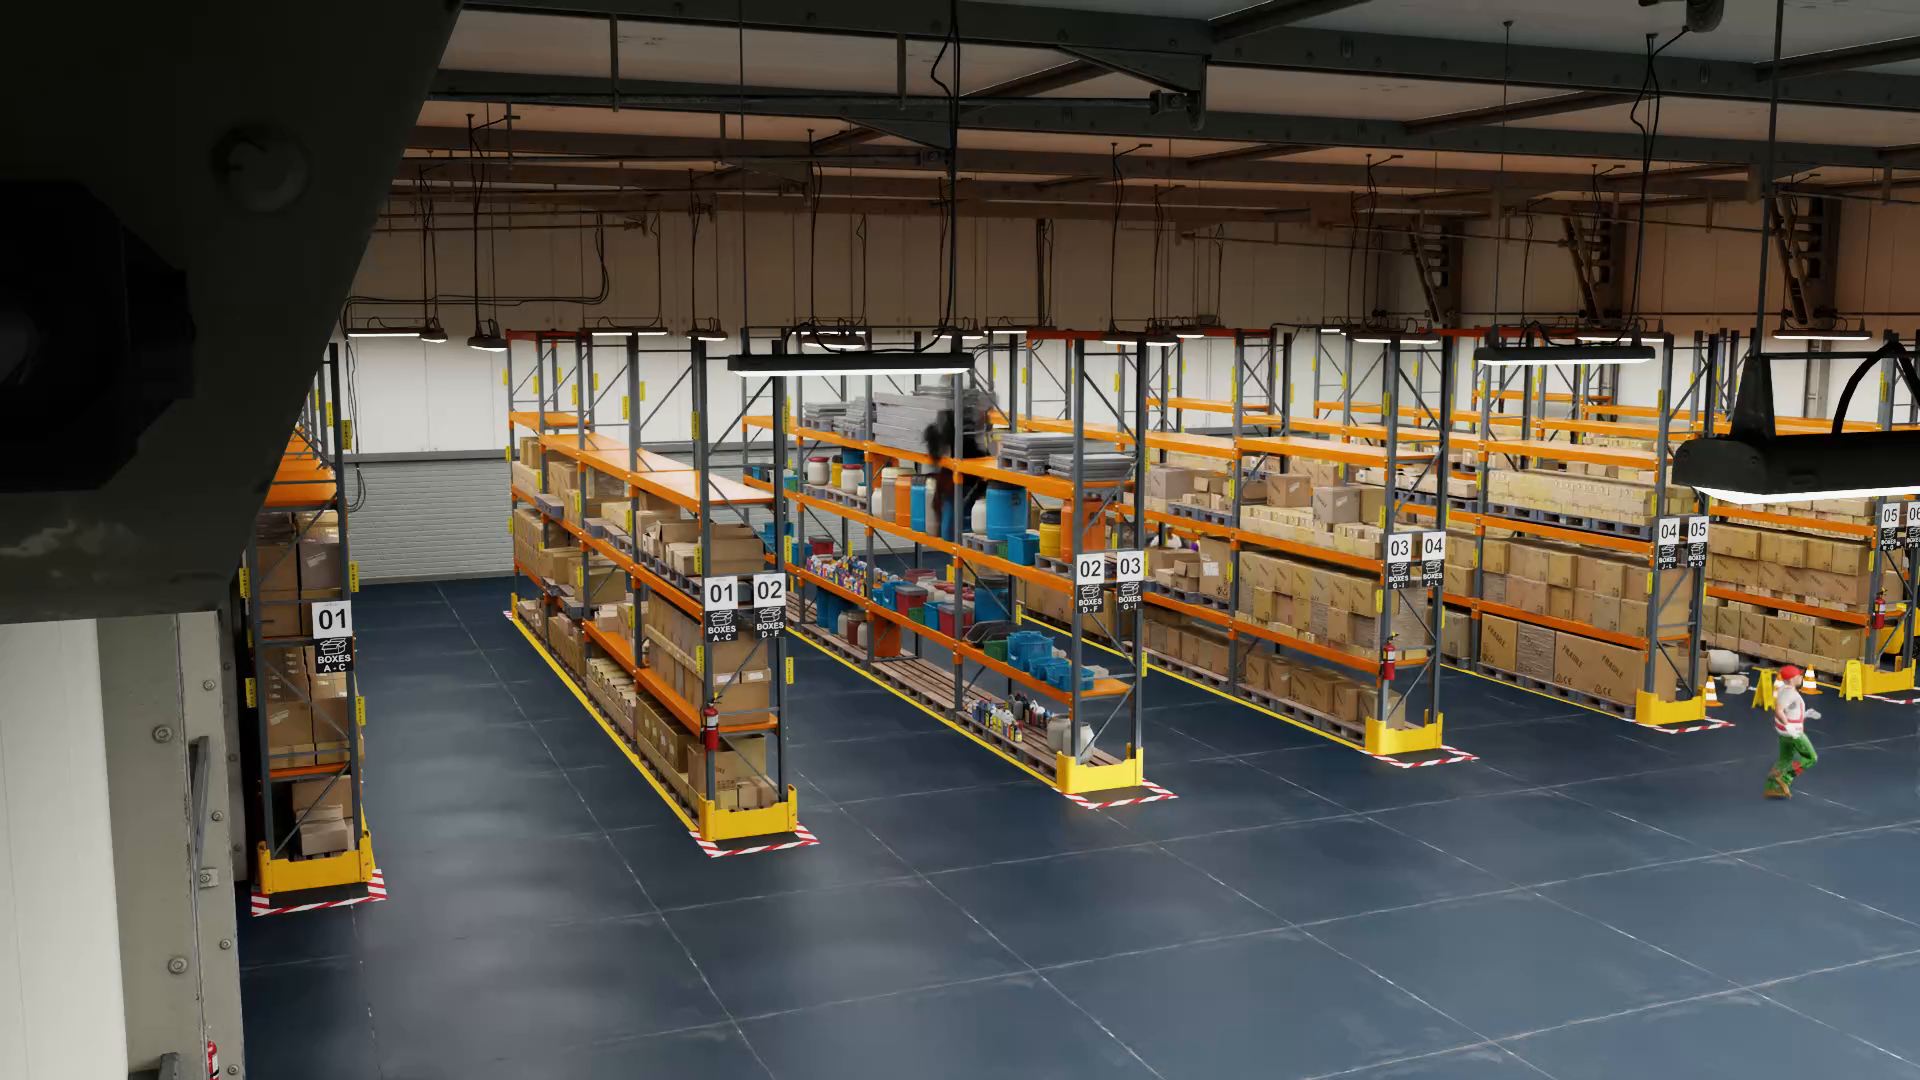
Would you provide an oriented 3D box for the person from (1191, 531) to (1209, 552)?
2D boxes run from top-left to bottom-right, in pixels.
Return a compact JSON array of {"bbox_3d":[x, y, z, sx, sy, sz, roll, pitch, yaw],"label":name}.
[{"bbox_3d":[5.203,0.622,35.511,0.707,1.781,0.969,-3,8,-23],"label":"person"}]

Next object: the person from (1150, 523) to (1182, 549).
[{"bbox_3d":[4.594,0.495,36.609,0.668,1.767,0.679,-2,8,-18],"label":"person"}]

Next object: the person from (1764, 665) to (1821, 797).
[{"bbox_3d":[10.895,2.502,21.711,0.639,1.742,0.649,2,8,11],"label":"person"}]

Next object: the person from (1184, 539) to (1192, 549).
[{"bbox_3d":[6.034,-0.231,42.390,0.726,1.726,0.572,-3,8,-20],"label":"person"}]
